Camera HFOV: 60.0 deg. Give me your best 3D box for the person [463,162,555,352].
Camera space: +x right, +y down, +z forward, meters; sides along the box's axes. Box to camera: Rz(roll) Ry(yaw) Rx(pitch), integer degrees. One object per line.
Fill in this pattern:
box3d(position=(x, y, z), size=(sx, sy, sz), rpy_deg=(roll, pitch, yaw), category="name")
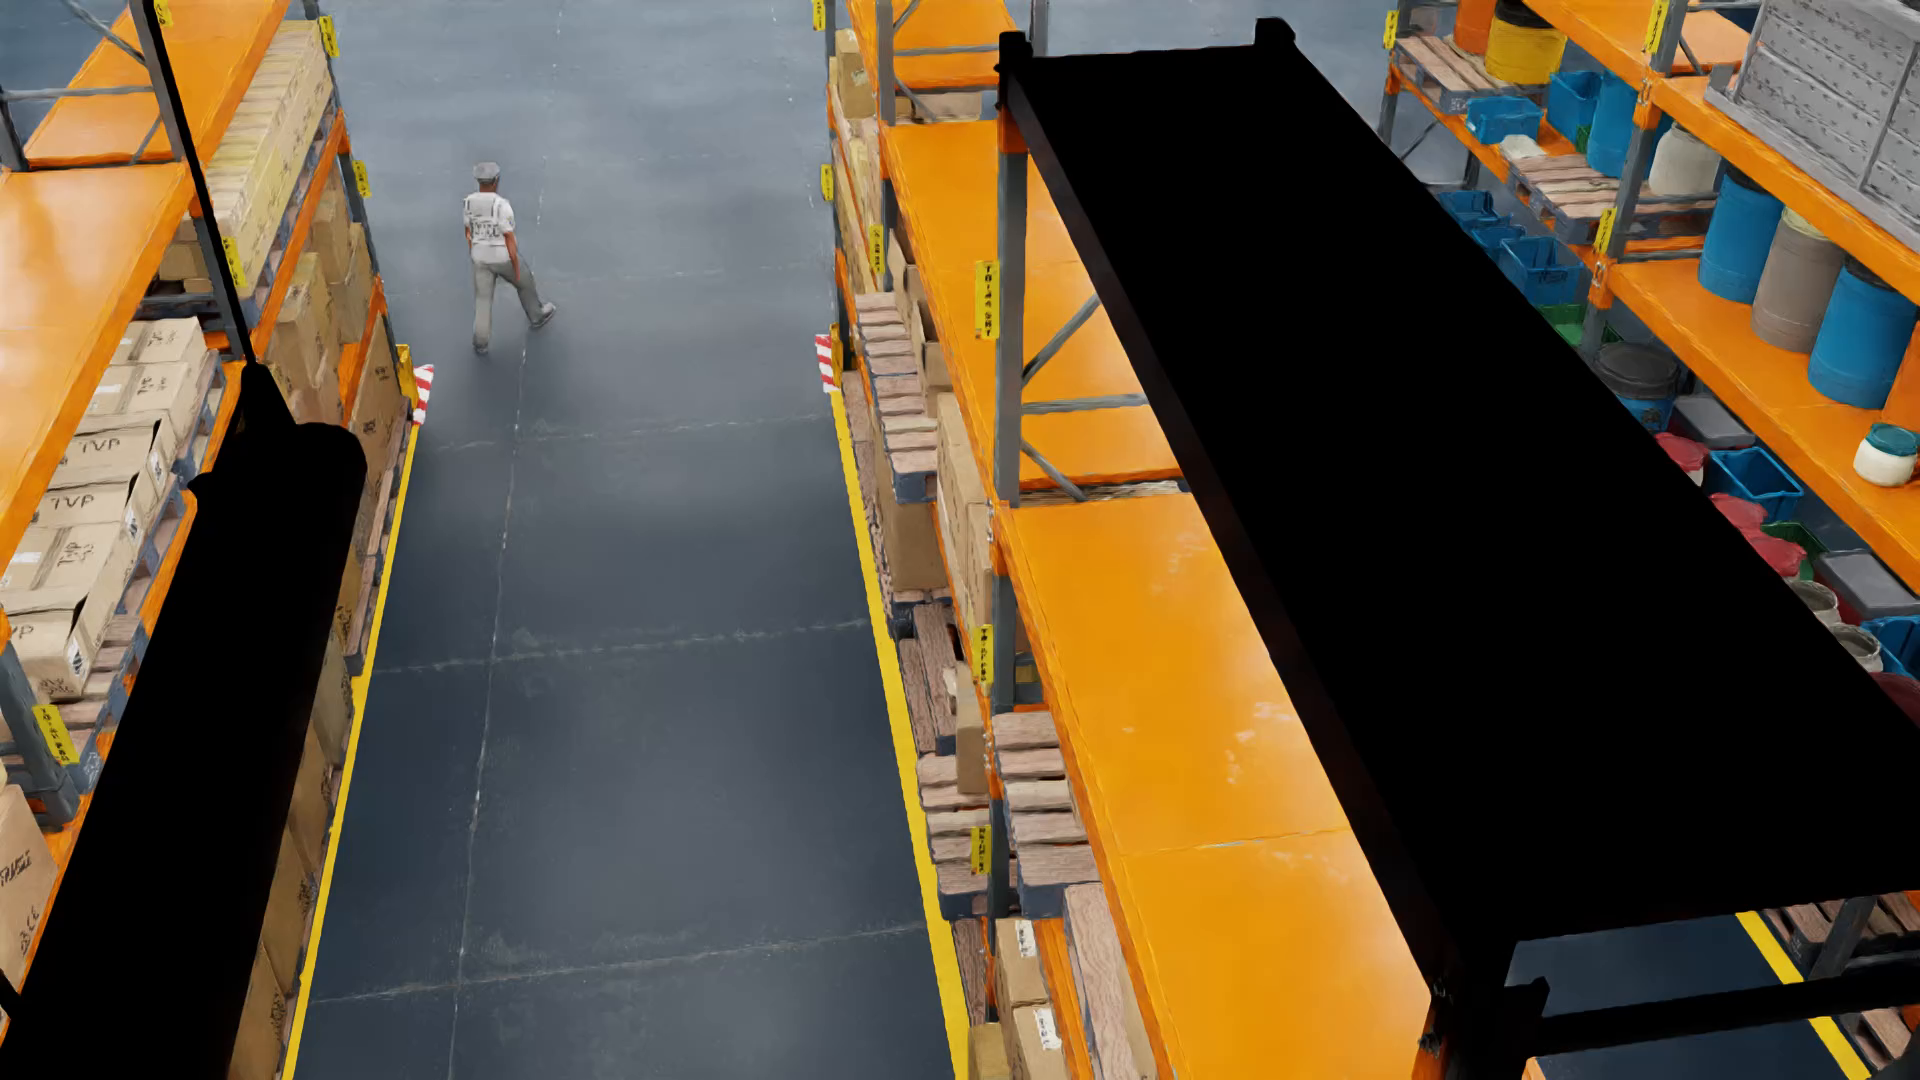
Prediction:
box3d(position=(-4.363, -2.707, 15.694), size=(0.583, 1.711, 0.967), rpy_deg=(9, 37, 12), category="person")
